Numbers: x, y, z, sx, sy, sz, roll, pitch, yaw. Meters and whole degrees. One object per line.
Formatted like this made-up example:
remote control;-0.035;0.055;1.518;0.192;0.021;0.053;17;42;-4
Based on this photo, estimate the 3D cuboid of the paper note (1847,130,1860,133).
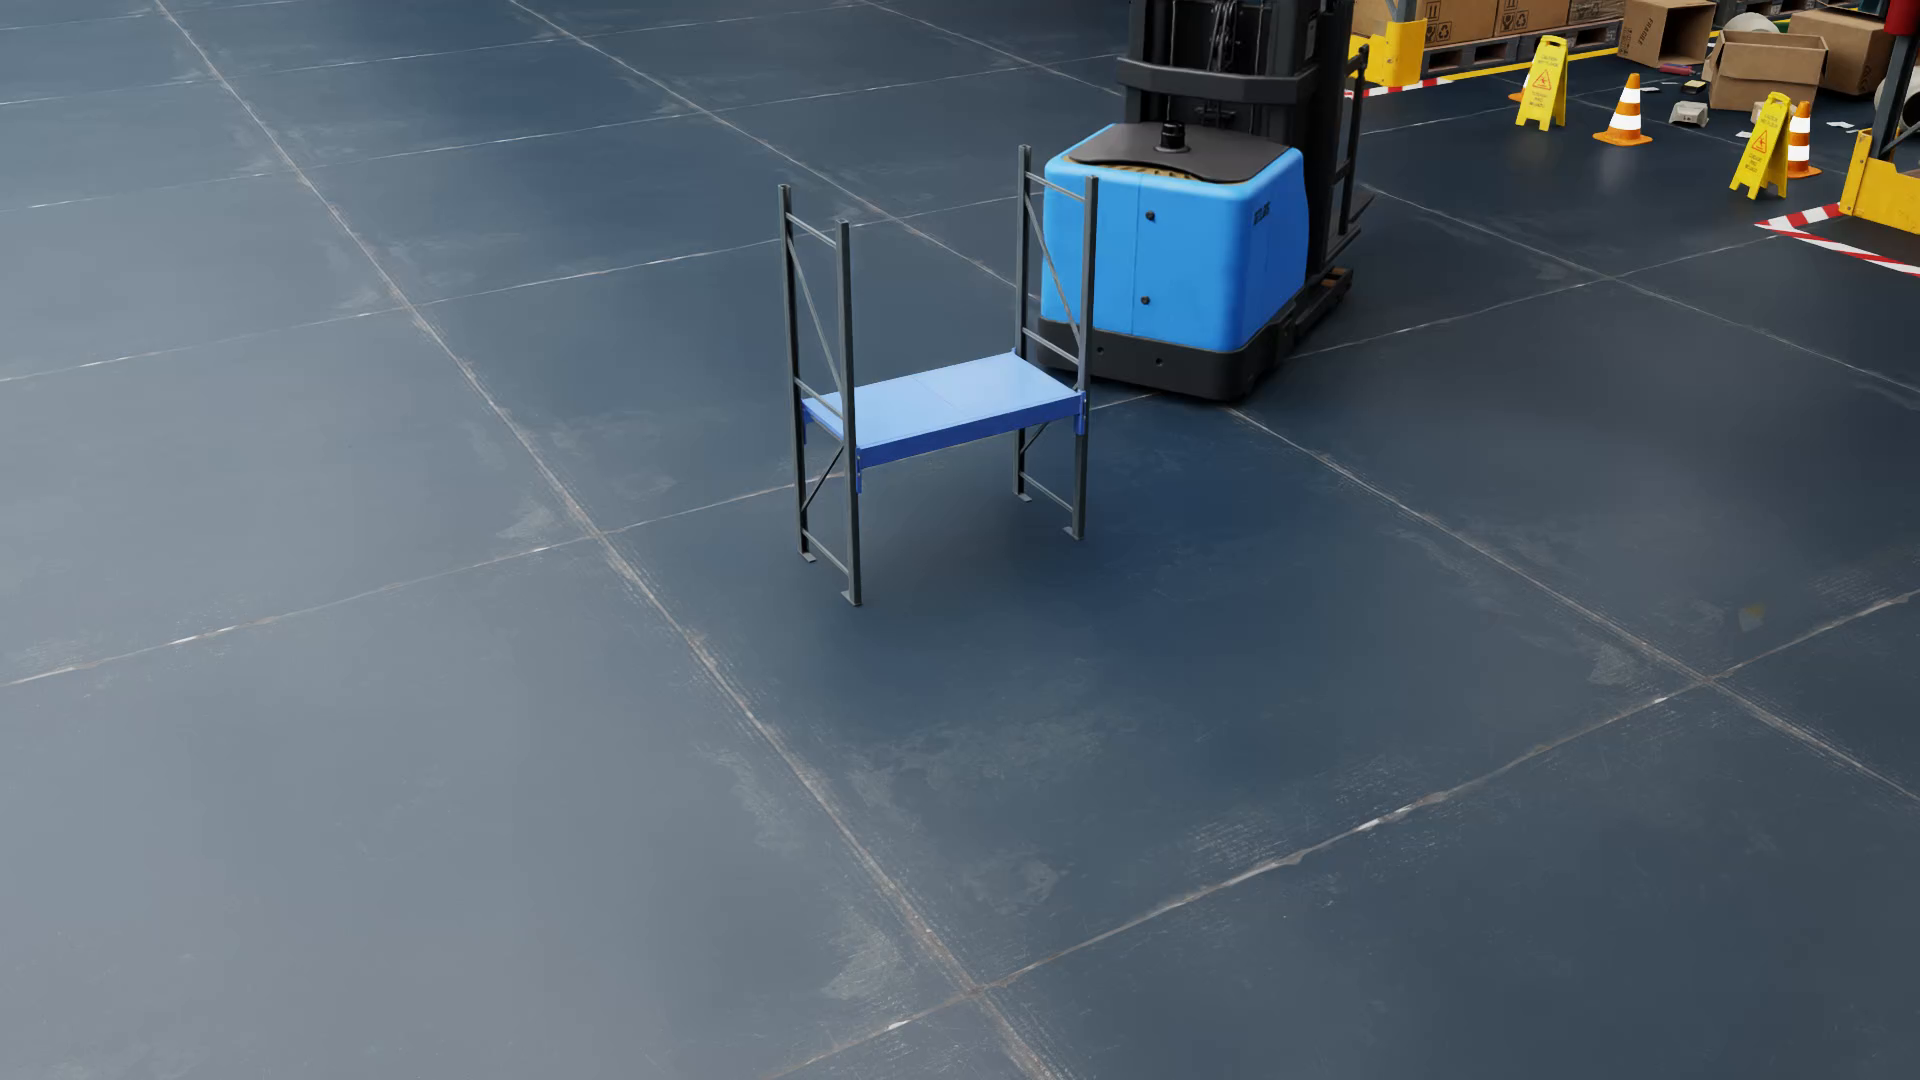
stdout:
paper note;6.528;-2.988;12.155;0.123;0.001;0.032;-16;33;-26

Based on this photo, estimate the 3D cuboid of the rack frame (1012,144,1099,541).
rack frame;0.365;-0.760;6.575;0.032;1.500;0.500;-16;33;-26

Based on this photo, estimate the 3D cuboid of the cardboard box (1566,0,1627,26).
cardboard box;5.414;-5.104;14.659;0.875;0.875;0.875;-16;33;-26

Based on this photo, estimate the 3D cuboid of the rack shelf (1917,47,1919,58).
rack shelf;7.638;-3.356;10.471;4.000;0.370;1.077;-16;33;-26

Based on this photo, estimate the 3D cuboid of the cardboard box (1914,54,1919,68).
cardboard box;7.572;-3.658;13.104;0.258;0.266;0.396;10;30;17

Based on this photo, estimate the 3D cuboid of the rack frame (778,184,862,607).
rack frame;-0.512;-0.511;6.124;0.032;1.500;0.500;-16;33;-26

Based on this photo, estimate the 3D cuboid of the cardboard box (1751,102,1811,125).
cardboard box;6.019;-3.095;12.205;0.250;0.149;0.380;0;29;0

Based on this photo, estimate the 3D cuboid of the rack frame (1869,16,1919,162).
rack frame;5.913;-3.181;9.410;0.127;3.000;1.000;-16;33;-26

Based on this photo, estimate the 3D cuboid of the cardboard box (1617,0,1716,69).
cardboard box;5.949;-4.297;14.016;0.500;0.500;0.500;-10;30;-18

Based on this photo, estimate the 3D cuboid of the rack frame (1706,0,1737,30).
rack frame;6.767;-6.198;14.876;0.127;3.000;1.000;-16;33;-26

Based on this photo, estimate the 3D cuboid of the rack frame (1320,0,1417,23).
rack frame;3.318;-5.219;13.102;0.127;3.000;1.000;-16;33;-26

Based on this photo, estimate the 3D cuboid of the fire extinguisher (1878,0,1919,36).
fire extinguisher;5.581;-3.311;9.726;0.183;0.674;0.296;-16;33;-26

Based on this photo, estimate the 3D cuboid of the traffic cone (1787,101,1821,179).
traffic cone;5.631;-2.713;11.188;0.334;0.463;0.336;-16;33;-26

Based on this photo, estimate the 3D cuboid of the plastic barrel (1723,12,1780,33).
plastic barrel;6.566;-4.153;13.837;0.421;0.421;0.512;5;29;8

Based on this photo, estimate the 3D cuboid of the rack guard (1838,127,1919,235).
rack guard;5.979;-2.106;10.048;0.348;0.500;1.175;-16;33;-26

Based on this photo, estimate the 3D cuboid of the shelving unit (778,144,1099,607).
shelving unit;-0.074;-0.636;6.350;1.048;1.500;0.538;-16;33;-26

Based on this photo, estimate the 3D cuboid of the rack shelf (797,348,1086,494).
rack shelf;-0.074;-0.478;6.437;1.000;0.185;0.538;-16;33;-26

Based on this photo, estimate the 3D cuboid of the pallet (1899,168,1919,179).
pallet;6.697;-2.163;10.451;1.213;0.211;1.003;-16;33;-26

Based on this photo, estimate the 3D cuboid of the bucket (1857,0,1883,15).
bucket;7.818;-4.436;13.499;0.620;0.611;0.726;4;28;-14

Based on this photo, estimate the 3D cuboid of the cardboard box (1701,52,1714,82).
cardboard box;6.218;-3.813;13.384;0.258;0.266;0.396;-10;30;-18

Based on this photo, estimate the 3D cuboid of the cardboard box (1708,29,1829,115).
cardboard box;6.145;-3.573;12.703;0.797;0.503;0.637;10;30;17

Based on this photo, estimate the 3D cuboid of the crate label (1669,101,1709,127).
crate label;5.421;-3.168;12.349;0.250;0.136;0.298;15;32;26

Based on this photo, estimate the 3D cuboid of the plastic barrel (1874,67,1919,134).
plastic barrel;6.927;-3.190;12.092;0.421;0.421;0.512;5;29;8

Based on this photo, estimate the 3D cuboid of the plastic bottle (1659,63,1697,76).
plastic bottle;5.936;-3.878;13.713;0.283;0.061;0.133;22;36;34

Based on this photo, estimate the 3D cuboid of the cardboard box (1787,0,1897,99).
cardboard box;6.947;-3.865;13.092;0.503;0.637;0.797;-16;33;-26

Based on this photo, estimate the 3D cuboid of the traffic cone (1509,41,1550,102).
traffic cone;4.496;-3.646;12.878;0.334;0.463;0.336;-16;33;-26

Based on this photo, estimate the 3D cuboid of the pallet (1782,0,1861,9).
pallet;8.447;-5.498;16.494;1.213;0.211;1.003;-16;33;-26

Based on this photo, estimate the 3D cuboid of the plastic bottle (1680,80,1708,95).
plastic bottle;5.843;-3.606;13.220;0.133;0.061;0.283;22;36;34

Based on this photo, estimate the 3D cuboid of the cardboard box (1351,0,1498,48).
cardboard box;3.870;-4.666;13.864;0.875;0.875;0.875;-16;33;-26

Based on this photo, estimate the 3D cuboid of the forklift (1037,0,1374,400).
forklift;1.512;-2.621;8.467;1.130;2.935;3.031;14;32;24

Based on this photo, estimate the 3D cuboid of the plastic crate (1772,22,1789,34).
plastic crate;7.281;-4.404;14.476;0.662;0.188;0.450;0;19;0

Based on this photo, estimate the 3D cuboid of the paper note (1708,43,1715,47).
paper note;6.646;-4.356;14.612;0.147;0.020;0.142;10;30;17

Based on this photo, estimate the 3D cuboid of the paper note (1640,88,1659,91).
paper note;5.495;-3.584;13.215;0.142;0.017;0.144;-5;29;-9

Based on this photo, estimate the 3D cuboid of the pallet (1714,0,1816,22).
pallet;7.394;-5.197;15.949;1.213;0.211;1.003;-16;33;-26

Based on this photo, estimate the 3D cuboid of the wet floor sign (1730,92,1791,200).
wet floor sign;5.207;-2.550;10.702;0.232;0.644;0.267;-5;29;-9

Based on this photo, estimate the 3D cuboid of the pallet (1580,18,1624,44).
pallet;6.072;-4.823;15.272;1.213;0.211;1.003;-16;33;-26

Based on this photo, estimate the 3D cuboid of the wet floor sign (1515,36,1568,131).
wet floor sign;4.297;-3.356;12.163;0.232;0.644;0.267;-22;36;-35

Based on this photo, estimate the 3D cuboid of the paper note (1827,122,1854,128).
paper note;6.528;-3.082;12.316;0.142;0.019;0.148;-5;29;-9

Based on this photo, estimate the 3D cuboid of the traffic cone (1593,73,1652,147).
traffic cone;4.775;-3.092;11.875;0.334;0.463;0.336;-16;33;-26

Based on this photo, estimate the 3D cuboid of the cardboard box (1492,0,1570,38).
cardboard box;4.627;-4.882;14.256;0.875;0.875;0.875;-16;33;-27

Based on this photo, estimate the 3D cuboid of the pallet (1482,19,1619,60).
pallet;5.019;-4.523;14.727;1.213;0.211;1.003;-16;33;-26

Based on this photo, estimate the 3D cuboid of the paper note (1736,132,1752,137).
paper note;5.720;-2.942;12.049;0.148;0.019;0.142;22;36;34

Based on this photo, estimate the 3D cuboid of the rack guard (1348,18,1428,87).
rack guard;3.298;-4.118;13.695;0.348;0.500;1.175;-16;33;-26

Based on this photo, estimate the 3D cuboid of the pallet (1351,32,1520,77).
pallet;3.968;-4.226;14.189;1.213;0.211;1.003;-16;33;-26
